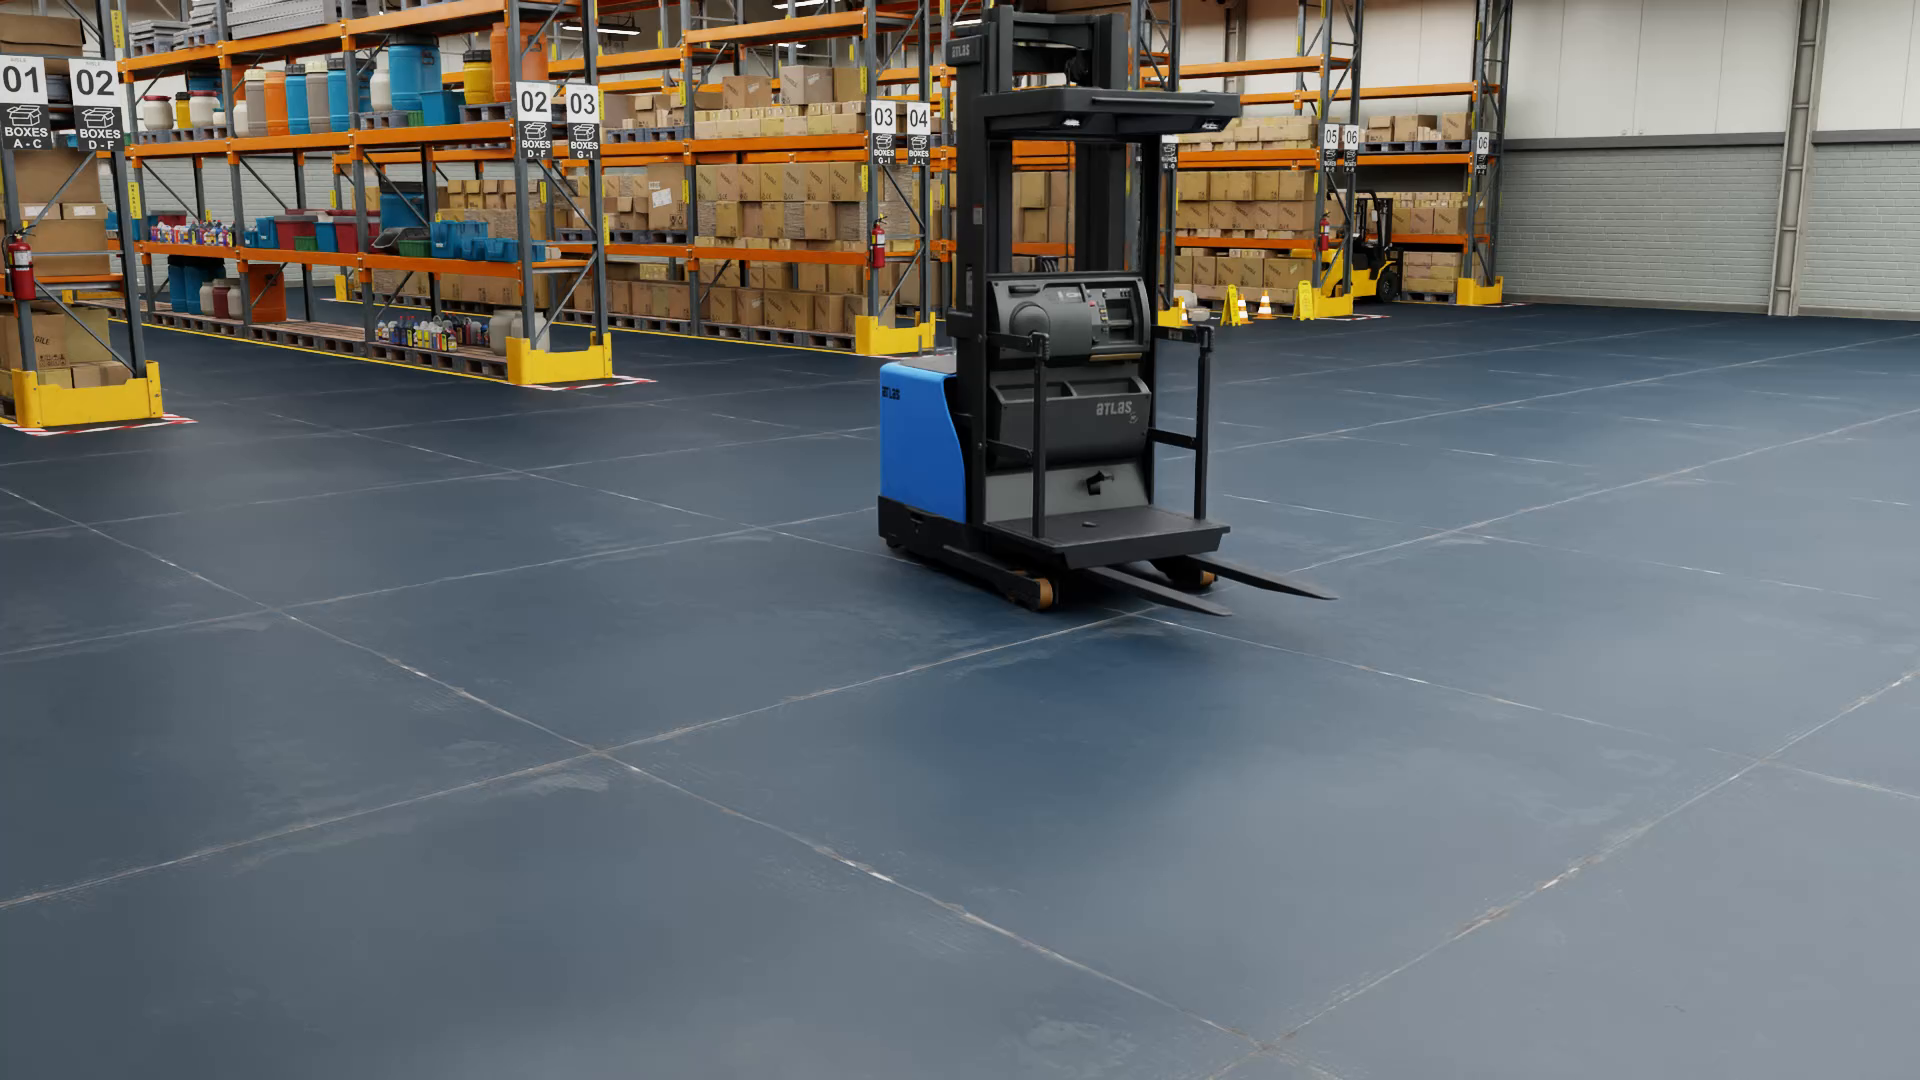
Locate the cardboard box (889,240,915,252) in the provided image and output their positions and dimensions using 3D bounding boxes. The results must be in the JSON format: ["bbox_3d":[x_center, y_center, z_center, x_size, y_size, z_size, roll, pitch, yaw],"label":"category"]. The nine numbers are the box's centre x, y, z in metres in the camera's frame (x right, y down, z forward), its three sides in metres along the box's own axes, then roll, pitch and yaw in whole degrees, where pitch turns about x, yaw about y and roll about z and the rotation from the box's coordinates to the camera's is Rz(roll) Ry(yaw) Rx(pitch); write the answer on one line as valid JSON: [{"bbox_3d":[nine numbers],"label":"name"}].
[{"bbox_3d":[-0.817,-3.898,22.019,0.380,0.149,0.250,-11,16,-43],"label":"cardboard box"}]

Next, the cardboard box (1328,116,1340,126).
[{"bbox_3d":[6.276,-7.144,28.365,0.380,0.149,0.250,-11,16,-43],"label":"cardboard box"}]

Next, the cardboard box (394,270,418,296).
[{"bbox_3d":[-10.100,-5.101,31.462,0.875,0.875,0.875,-11,16,-43],"label":"cardboard box"}]

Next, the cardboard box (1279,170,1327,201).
[{"bbox_3d":[5.864,-6.055,28.406,0.500,0.500,0.700,11,16,44],"label":"cardboard box"}]

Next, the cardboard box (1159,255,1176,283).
[{"bbox_3d":[3.824,-5.013,30.725,0.500,0.500,0.500,-10,15,-40],"label":"cardboard box"}]

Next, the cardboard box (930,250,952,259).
[{"bbox_3d":[-0.180,-5.903,35.352,0.875,0.875,0.875,-11,16,-42],"label":"cardboard box"}]

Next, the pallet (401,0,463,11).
[{"bbox_3d":[-5.702,-6.195,19.138,1.003,0.211,1.213,-11,16,-43],"label":"pallet"}]

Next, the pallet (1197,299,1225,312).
[{"bbox_3d":[4.948,-4.274,30.132,1.003,0.211,1.213,-11,16,-43],"label":"pallet"}]

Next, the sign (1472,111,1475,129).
[{"bbox_3d":[9.560,-7.809,30.952,0.100,0.325,0.005,-11,16,-43],"label":"sign"}]

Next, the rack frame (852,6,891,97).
[{"bbox_3d":[-1.913,-10.016,36.228,1.000,3.000,0.127,-11,16,-43],"label":"rack frame"}]

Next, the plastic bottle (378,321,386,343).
[{"bbox_3d":[-7.235,-2.611,20.822,0.097,0.271,0.097,0,12,0],"label":"plastic bottle"}]

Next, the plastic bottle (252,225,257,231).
[{"bbox_3d":[-10.730,-4.649,25.333,0.061,0.283,0.133,-11,16,-43],"label":"plastic bottle"}]

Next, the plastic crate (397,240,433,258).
[{"bbox_3d":[-6.404,-3.498,19.982,0.450,0.188,0.662,-11,16,-43],"label":"plastic crate"}]

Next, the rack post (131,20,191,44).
[{"bbox_3d":[-12.103,-7.781,25.565,0.937,0.300,0.954,-11,16,-44],"label":"rack post"}]

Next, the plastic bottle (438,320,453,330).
[{"bbox_3d":[-6.442,-2.615,20.829,0.152,0.276,0.135,-11,16,-43],"label":"plastic bottle"}]

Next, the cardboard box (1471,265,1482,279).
[{"bbox_3d":[9.787,-5.220,32.351,0.500,0.250,0.500,-11,16,-42],"label":"cardboard box"}]

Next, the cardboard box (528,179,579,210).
[{"bbox_3d":[-6.811,-5.763,27.715,0.797,0.503,0.637,-10,15,-41],"label":"cardboard box"}]

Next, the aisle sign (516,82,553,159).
[{"bbox_3d":[-4.540,-4.477,17.766,0.394,0.787,0.004,-11,16,-43],"label":"aisle sign"}]

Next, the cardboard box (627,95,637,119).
[{"bbox_3d":[-5.115,-6.694,26.048,0.500,0.500,0.500,-11,16,-42],"label":"cardboard box"}]

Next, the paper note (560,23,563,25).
[{"bbox_3d":[-8.359,-10.830,34.893,0.001,0.032,0.123,-11,16,-43],"label":"paper note"}]

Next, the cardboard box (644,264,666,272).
[{"bbox_3d":[-6.239,-5.557,34.001,0.380,0.149,0.250,-11,16,-43],"label":"cardboard box"}]

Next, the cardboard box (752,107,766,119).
[{"bbox_3d":[-2.626,-5.845,22.799,0.380,0.149,0.250,-11,16,-44],"label":"cardboard box"}]

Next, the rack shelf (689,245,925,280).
[{"bbox_3d":[-2.174,-3.885,23.119,1.077,0.370,4.000,-11,16,-43],"label":"rack shelf"}]

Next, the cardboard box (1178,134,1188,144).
[{"bbox_3d":[4.081,-7.276,29.993,0.500,0.250,0.500,-11,16,-43],"label":"cardboard box"}]

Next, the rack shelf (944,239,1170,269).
[{"bbox_3d":[1.483,-4.562,26.403,1.077,0.370,4.000,-11,16,-43],"label":"rack shelf"}]

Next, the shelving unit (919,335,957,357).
[{"bbox_3d":[-0.096,-0.627,9.980,0.258,1.200,0.189,-6,13,-29],"label":"shelving unit"}]

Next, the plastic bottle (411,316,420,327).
[{"bbox_3d":[-6.776,-2.602,20.581,0.144,0.351,0.185,-11,16,-43],"label":"plastic bottle"}]

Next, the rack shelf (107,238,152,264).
[{"bbox_3d":[-14.043,-4.946,28.270,1.077,0.370,4.000,-11,16,-43],"label":"rack shelf"}]

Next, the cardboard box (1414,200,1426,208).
[{"bbox_3d":[9.024,-6.515,32.243,0.380,0.149,0.250,-11,16,-43],"label":"cardboard box"}]

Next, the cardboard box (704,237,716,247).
[{"bbox_3d":[-3.461,-4.295,23.947,0.380,0.149,0.250,-11,16,-43],"label":"cardboard box"}]

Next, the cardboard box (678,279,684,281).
[{"bbox_3d":[-5.626,-5.320,34.323,0.380,0.149,0.250,-10,15,-41],"label":"cardboard box"}]

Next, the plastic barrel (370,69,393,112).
[{"bbox_3d":[-6.982,-5.479,20.319,0.421,0.512,0.421,0,12,0],"label":"plastic barrel"}]

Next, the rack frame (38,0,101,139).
[{"bbox_3d":[-15.425,-8.529,29.009,1.000,3.000,0.127,-11,16,-43],"label":"rack frame"}]

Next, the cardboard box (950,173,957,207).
[{"bbox_3d":[0.332,-5.750,27.338,0.875,0.550,0.550,-11,16,-43],"label":"cardboard box"}]

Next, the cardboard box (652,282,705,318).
[{"bbox_3d":[-4.280,-3.686,25.471,0.700,0.500,0.500,-11,16,-43],"label":"cardboard box"}]

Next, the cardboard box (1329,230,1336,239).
[{"bbox_3d":[6.290,-5.282,28.739,0.380,0.149,0.250,-11,16,-42],"label":"cardboard box"}]

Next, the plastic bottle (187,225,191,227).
[{"bbox_3d":[-11.869,-4.712,25.654,0.152,0.276,0.135,-11,16,-43],"label":"plastic bottle"}]

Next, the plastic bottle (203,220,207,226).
[{"bbox_3d":[-11.895,-4.874,26.258,0.144,0.351,0.185,-11,16,-43],"label":"plastic bottle"}]

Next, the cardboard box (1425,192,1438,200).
[{"bbox_3d":[9.169,-6.620,32.019,0.380,0.149,0.250,-10,16,-41],"label":"cardboard box"}]

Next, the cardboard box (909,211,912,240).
[{"bbox_3d":[-0.801,-5.368,28.283,0.500,0.500,0.500,-11,16,-43],"label":"cardboard box"}]

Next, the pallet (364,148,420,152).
[{"bbox_3d":[-10.476,-7.422,31.287,1.003,0.211,1.213,-11,16,-43],"label":"pallet"}]

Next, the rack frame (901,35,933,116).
[{"bbox_3d":[-1.088,-11.292,42.422,1.000,3.000,0.127,-11,16,-43],"label":"rack frame"}]

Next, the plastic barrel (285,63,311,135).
[{"bbox_3d":[-8.549,-5.789,21.900,0.600,0.901,0.708,-11,16,-43],"label":"plastic barrel"}]

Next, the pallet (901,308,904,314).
[{"bbox_3d":[-1.332,-4.120,29.388,1.003,0.211,1.213,-11,16,-43],"label":"pallet"}]

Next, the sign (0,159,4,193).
[{"bbox_3d":[-8.362,-3.175,14.434,0.100,0.325,0.005,-11,16,-43],"label":"sign"}]

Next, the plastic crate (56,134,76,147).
[{"bbox_3d":[-15.360,-6.901,28.863,0.497,0.269,0.590,-11,16,-43],"label":"plastic crate"}]

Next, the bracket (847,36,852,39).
[{"bbox_3d":[-2.841,-13.586,44.632,0.235,0.232,0.430,-11,16,-43],"label":"bracket"}]

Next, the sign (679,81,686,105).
[{"bbox_3d":[-3.954,-6.367,23.691,0.100,0.325,0.005,-11,16,-43],"label":"sign"}]

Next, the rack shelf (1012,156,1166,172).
[{"bbox_3d":[2.231,-7.319,32.353,1.077,0.370,4.000,-11,16,-43],"label":"rack shelf"}]

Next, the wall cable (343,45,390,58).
[{"bbox_3d":[-13.254,-12.100,38.371,2.277,5.999,0.120,-11,16,-43],"label":"wall cable"}]

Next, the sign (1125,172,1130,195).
[{"bbox_3d":[2.462,-5.232,24.415,0.100,0.325,0.005,-11,16,-43],"label":"sign"}]

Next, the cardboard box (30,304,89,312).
[{"bbox_3d":[-8.871,-2.045,16.320,0.500,0.500,0.500,-11,16,-43],"label":"cardboard box"}]

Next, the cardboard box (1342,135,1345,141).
[{"bbox_3d":[7.820,-7.984,33.129,0.380,0.149,0.250,-10,15,-41],"label":"cardboard box"}]

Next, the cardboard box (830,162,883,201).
[{"bbox_3d":[-1.352,-4.676,21.711,0.500,0.500,0.500,-11,16,-43],"label":"cardboard box"}]

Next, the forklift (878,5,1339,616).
[{"bbox_3d":[0.686,-1.190,8.424,1.130,2.935,3.031,-6,13,-29],"label":"forklift"}]

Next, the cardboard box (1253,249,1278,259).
[{"bbox_3d":[5.330,-4.996,29.033,0.380,0.149,0.250,-10,15,-41],"label":"cardboard box"}]
